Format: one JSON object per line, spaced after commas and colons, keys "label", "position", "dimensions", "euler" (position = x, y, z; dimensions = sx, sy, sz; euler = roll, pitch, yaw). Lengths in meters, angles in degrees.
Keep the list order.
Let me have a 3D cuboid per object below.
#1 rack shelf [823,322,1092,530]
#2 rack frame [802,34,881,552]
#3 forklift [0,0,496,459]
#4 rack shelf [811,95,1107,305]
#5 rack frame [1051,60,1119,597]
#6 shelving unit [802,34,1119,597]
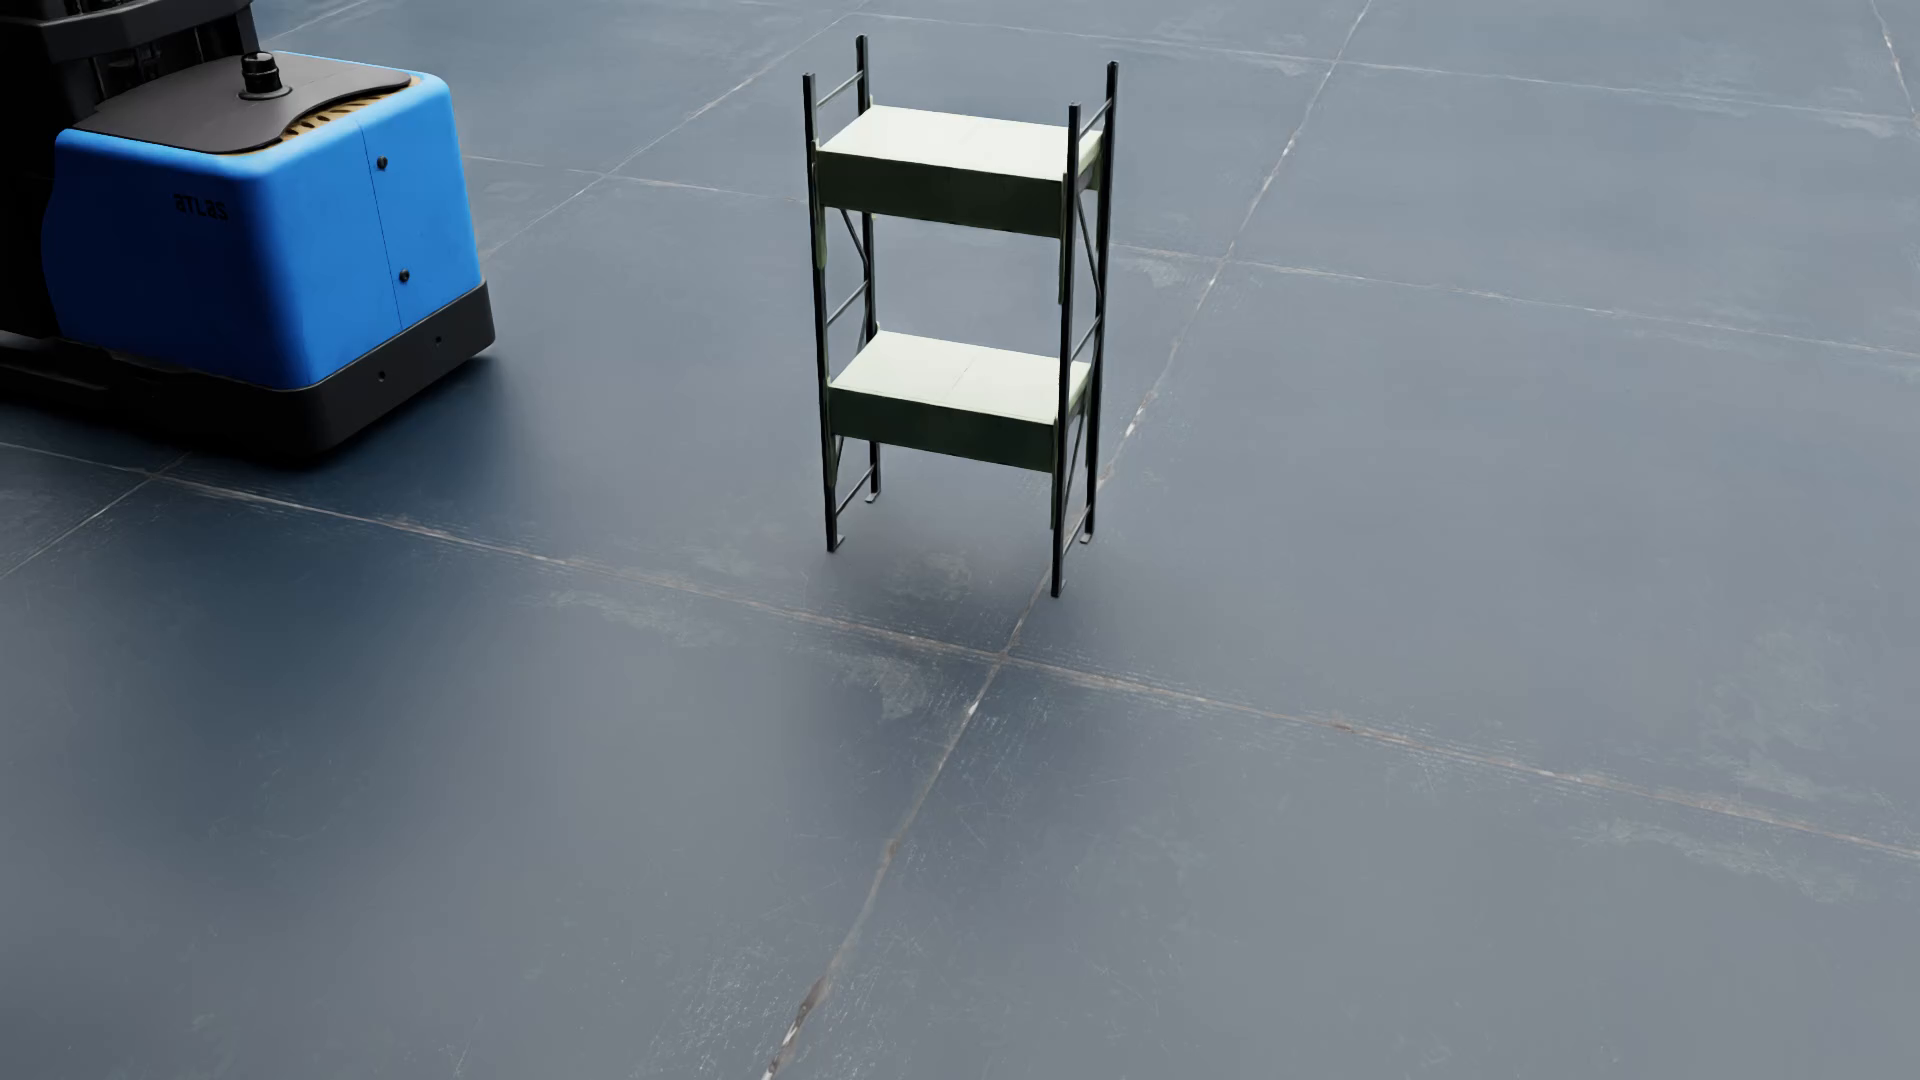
{"label": "rack shelf", "position": [0.006, -0.355, 5.018], "dimensions": [0.720, 0.370, 0.431], "euler": [11, 34, 16]}
{"label": "rack frame", "position": [-0.338, -0.696, 4.945], "dimensions": [0.023, 1.500, 0.400], "euler": [11, 34, 16]}
{"label": "forklift", "position": [-3.321, -2.027, 5.688], "dimensions": [3.031, 2.935, 1.130], "euler": [13, 35, 20]}
{"label": "rack shelf", "position": [0.006, -0.957, 4.630], "dimensions": [0.720, 0.370, 0.431], "euler": [11, 34, 16]}
{"label": "rack frame", "position": [0.351, -0.562, 4.738], "dimensions": [0.023, 1.500, 0.400], "euler": [11, 34, 16]}
{"label": "shelving unit", "position": [0.006, -0.629, 4.841], "dimensions": [0.755, 1.500, 0.431], "euler": [11, 34, 16]}
